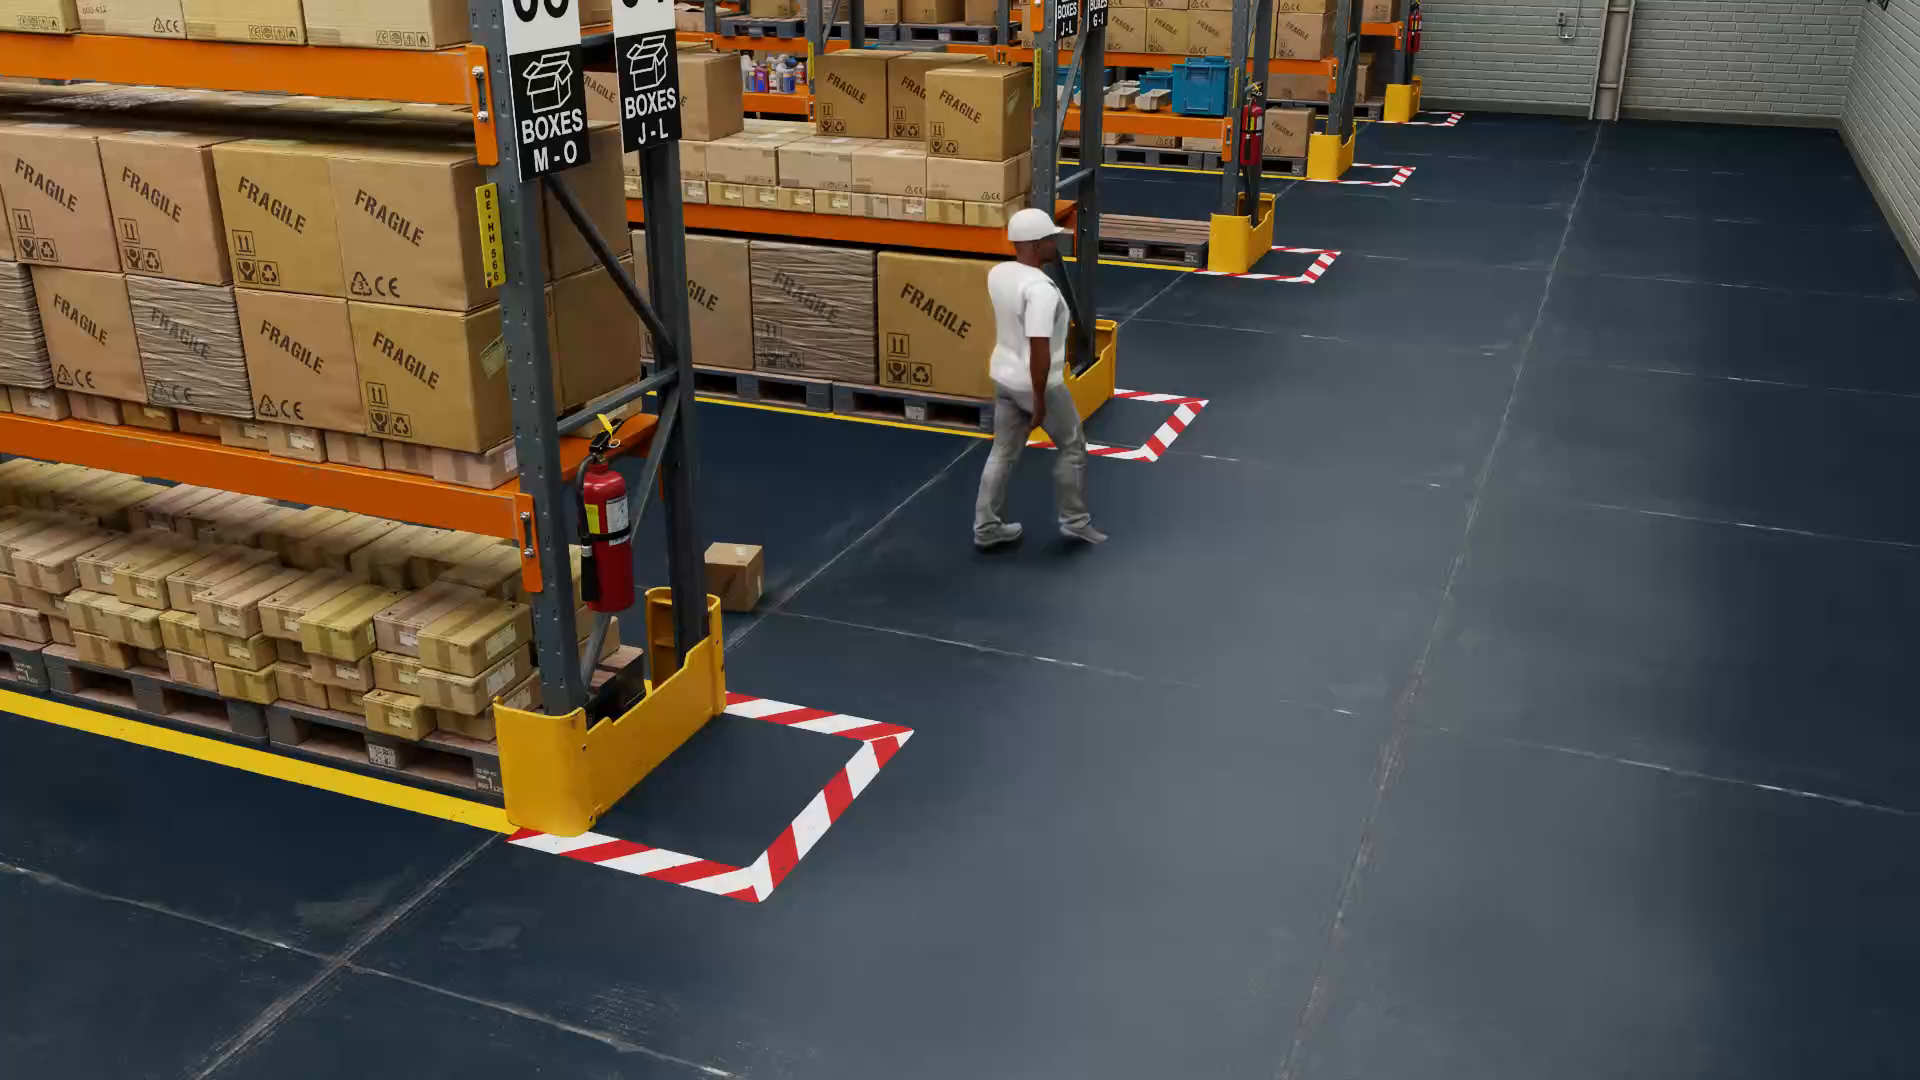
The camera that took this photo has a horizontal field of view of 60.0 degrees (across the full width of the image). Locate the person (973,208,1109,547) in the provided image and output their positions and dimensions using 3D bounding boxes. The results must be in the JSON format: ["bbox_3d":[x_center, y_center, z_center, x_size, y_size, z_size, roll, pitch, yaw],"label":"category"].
[{"bbox_3d":[0.401,-0.799,8.537,0.742,1.806,0.583,-13,25,-28],"label":"person"}]
